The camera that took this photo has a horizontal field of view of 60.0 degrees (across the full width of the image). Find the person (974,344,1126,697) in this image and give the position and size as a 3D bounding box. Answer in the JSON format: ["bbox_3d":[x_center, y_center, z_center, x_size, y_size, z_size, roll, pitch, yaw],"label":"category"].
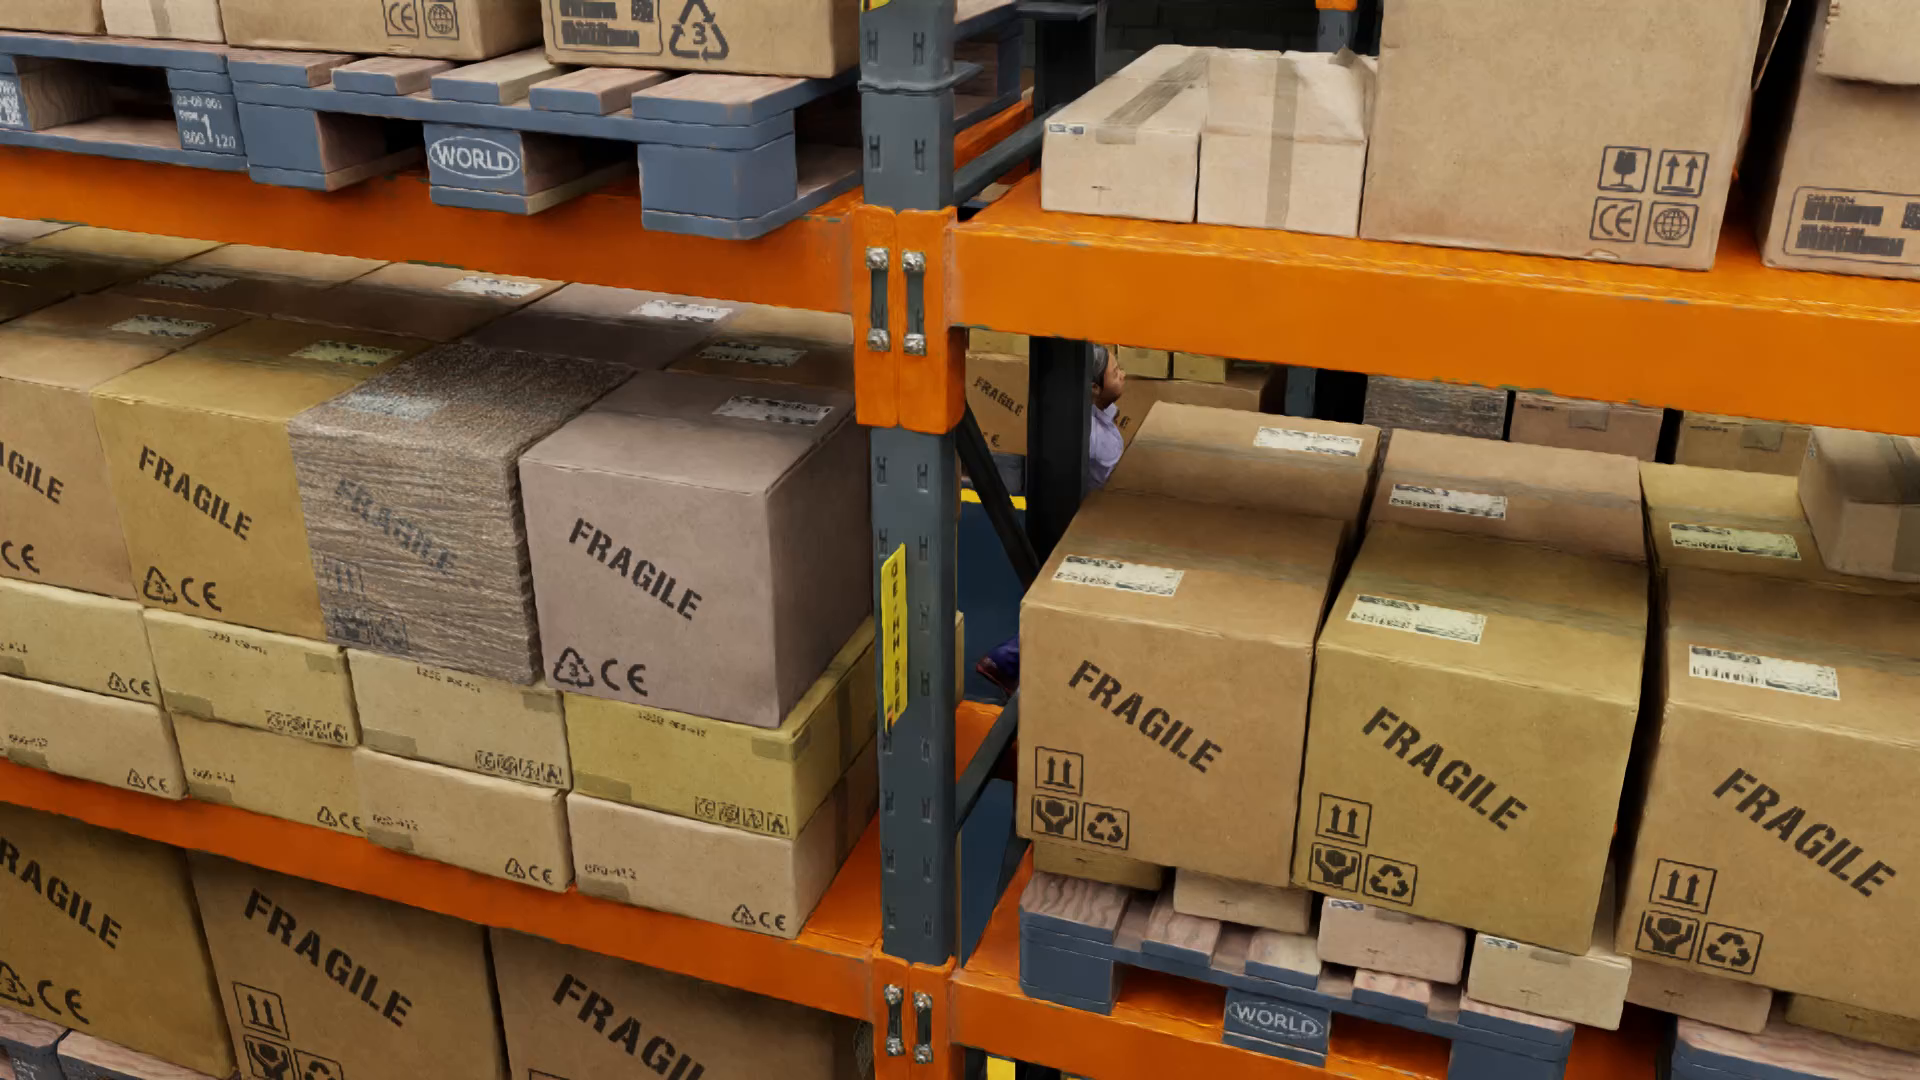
[{"bbox_3d":[0.495,-0.023,6.324,0.888,1.498,0.705,-5,26,-10],"label":"person"}]
